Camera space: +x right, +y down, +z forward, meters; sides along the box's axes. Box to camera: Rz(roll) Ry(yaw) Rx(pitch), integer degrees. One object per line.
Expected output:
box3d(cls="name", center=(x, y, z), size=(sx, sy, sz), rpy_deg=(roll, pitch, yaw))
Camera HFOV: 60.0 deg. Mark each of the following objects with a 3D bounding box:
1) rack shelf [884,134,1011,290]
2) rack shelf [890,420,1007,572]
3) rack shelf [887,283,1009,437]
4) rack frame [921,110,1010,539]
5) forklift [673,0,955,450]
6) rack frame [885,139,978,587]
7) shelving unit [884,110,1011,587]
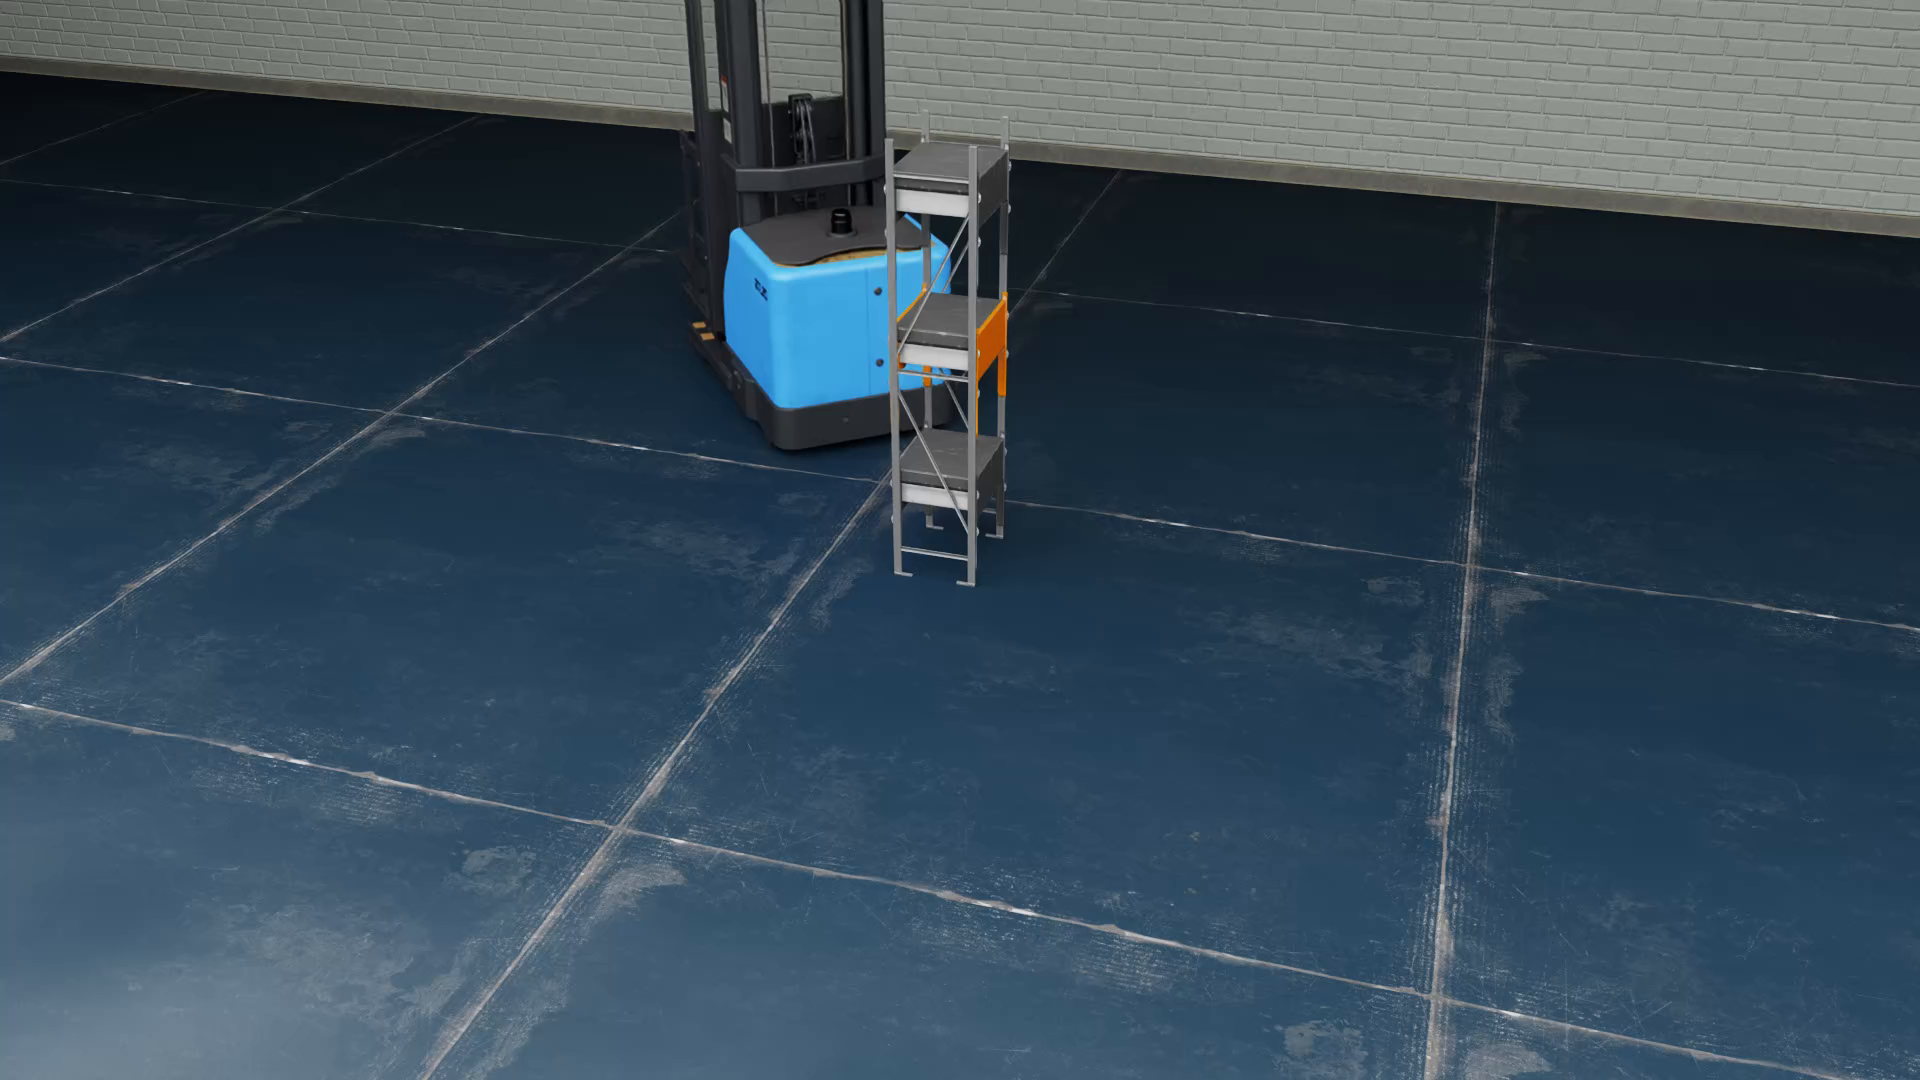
box3d(cls="rack shelf", center=(-0.049, -1.440, 7.268), size=(0.431, 0.518, 0.480), rpy_deg=(8, 30, 15))
box3d(cls="rack shelf", center=(-0.049, -0.217, 7.948), size=(0.431, 0.518, 0.480), rpy_deg=(8, 30, 15))
box3d(cls="rack shelf", center=(-0.049, -0.829, 7.608), size=(0.431, 0.518, 0.480), rpy_deg=(8, 30, 15))
box3d(cls="rack frame", center=(0.023, -0.954, 7.805), size=(0.400, 2.100, 0.015), rpy_deg=(8, 30, 15))
box3d(cls="forklift", center=(-1.064, -2.464, 9.664), size=(1.130, 2.935, 3.031), rpy_deg=(-11, 31, -20))
box3d(cls="rack frame", center=(-0.120, -0.727, 7.397), size=(0.400, 2.100, 0.015), rpy_deg=(8, 30, 15))
box3d(cls="shelving unit", center=(-0.049, -0.841, 7.601), size=(0.431, 2.100, 0.503), rpy_deg=(8, 30, 15))
